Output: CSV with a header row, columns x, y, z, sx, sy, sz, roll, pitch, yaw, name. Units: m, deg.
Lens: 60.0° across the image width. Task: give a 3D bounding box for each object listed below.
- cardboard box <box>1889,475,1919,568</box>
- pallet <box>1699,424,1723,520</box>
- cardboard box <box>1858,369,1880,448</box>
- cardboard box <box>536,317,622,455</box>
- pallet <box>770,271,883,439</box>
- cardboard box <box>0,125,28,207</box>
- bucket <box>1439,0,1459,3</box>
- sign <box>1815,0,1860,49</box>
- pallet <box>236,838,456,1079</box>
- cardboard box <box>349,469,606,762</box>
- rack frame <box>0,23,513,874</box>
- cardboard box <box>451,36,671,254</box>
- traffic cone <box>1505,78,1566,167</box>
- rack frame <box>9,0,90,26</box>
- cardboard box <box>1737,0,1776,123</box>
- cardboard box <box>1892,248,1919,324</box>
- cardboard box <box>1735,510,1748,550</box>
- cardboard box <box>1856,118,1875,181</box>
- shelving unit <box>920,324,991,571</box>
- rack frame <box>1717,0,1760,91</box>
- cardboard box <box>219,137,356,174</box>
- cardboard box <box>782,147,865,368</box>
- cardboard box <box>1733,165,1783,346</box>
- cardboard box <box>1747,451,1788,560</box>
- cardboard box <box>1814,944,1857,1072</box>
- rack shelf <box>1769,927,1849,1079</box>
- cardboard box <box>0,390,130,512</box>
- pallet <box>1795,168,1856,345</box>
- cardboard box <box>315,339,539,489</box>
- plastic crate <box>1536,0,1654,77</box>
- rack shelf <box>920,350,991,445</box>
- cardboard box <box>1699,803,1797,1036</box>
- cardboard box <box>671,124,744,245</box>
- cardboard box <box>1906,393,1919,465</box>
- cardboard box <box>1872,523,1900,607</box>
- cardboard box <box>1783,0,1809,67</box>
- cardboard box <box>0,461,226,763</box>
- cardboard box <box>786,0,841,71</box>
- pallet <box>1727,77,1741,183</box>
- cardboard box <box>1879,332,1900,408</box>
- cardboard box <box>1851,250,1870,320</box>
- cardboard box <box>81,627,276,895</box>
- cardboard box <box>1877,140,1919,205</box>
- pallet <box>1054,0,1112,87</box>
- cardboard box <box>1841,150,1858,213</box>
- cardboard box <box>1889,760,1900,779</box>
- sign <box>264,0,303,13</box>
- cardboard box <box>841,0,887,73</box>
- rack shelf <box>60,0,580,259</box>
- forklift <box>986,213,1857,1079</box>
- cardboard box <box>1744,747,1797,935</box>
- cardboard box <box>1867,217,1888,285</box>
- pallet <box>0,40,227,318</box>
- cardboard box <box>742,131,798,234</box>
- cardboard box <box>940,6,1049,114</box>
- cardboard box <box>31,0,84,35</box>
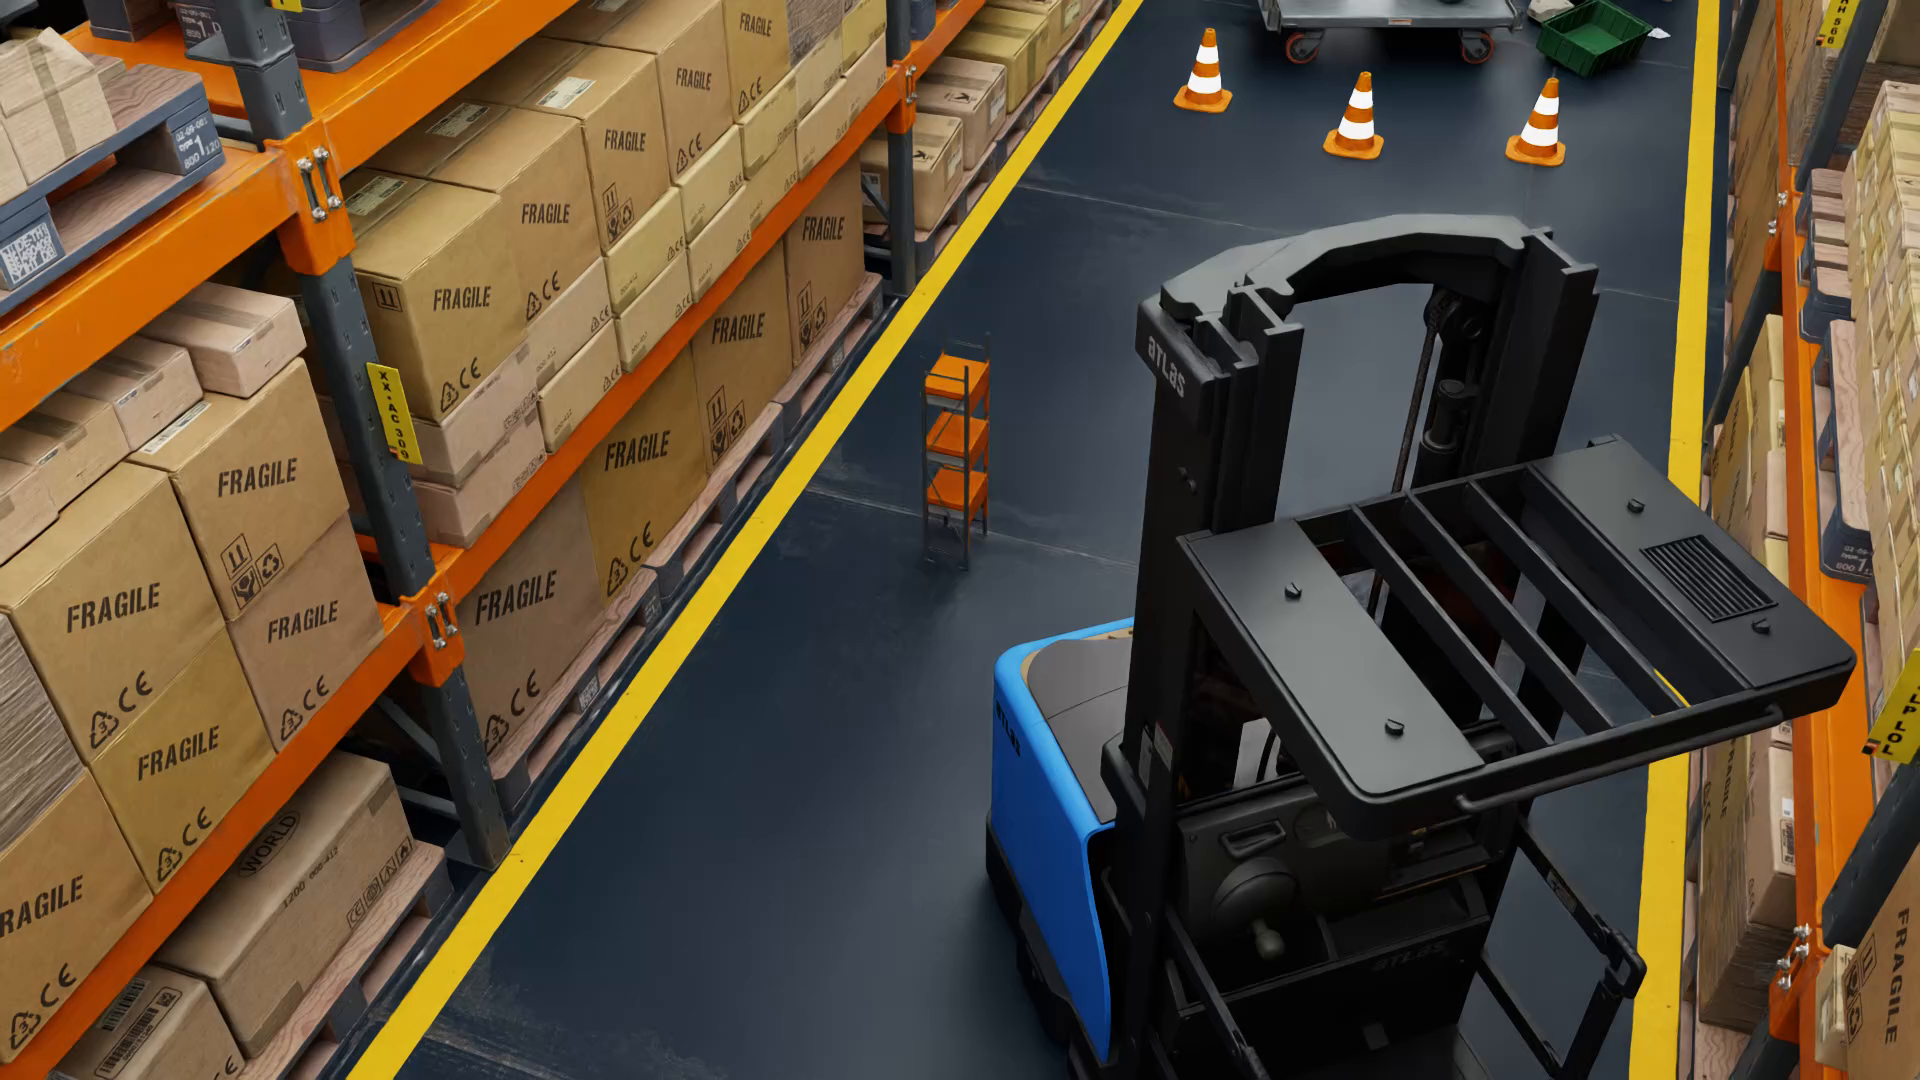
x,y,z,sx,sy,sz,roll,pitch,yaw,name
2.810,-0.017,4.600,0.380,0.149,0.250,12,42,14,cardboard box
3.693,0.024,7.060,1.003,0.211,1.213,13,42,15,pallet
3.077,-0.382,5.257,0.380,0.149,0.250,12,42,14,cardboard box
-1.518,-0.580,5.734,0.500,0.250,0.500,12,42,14,cardboard box
-1.065,-1.026,8.289,1.003,0.211,1.213,13,42,15,pallet
-2.100,-0.732,3.279,0.380,0.149,0.250,14,43,16,cardboard box
3.210,-3.881,10.839,0.726,0.611,0.620,29,58,29,bucket
3.439,-2.075,6.479,0.100,0.325,0.005,13,42,15,sign
-2.426,1.396,5.451,1.003,0.211,1.213,13,42,15,pallet
-1.955,0.142,6.086,0.875,0.875,0.875,15,43,16,cardboard box
-2.092,-0.111,5.069,1.000,3.000,0.127,13,42,15,rack frame
-1.350,-1.356,5.680,0.500,0.500,0.500,12,42,14,cardboard box
3.452,-2.505,9.830,0.336,0.463,0.334,13,42,15,traffic cone
-5.390,-3.650,9.217,1.000,3.000,0.127,13,42,15,rack frame
5.202,-2.859,9.699,1.050,0.750,0.750,13,42,15,cardboard box
3.174,-0.763,5.245,0.380,0.149,0.250,15,43,16,cardboard box
3.141,0.274,6.220,0.500,0.500,0.500,12,42,14,cardboard box
3.608,-1.441,6.268,0.380,0.149,0.250,15,43,17,cardboard box
-0.018,-0.367,6.871,0.215,1.050,0.252,13,42,15,shelving unit
5.330,-3.953,9.573,1.000,3.000,0.127,13,42,15,rack frame
-2.005,-1.175,5.468,0.500,0.500,0.500,14,42,16,cardboard box
-1.039,-1.499,8.010,0.875,0.875,0.875,13,42,15,cardboard box
4.255,-1.169,7.719,1.050,0.750,0.750,13,42,14,cardboard box
3.144,-0.033,6.002,0.500,0.250,0.500,14,42,15,cardboard box
2.190,1.122,3.818,0.380,0.149,0.250,15,43,17,cardboard box
1.910,2.420,2.657,1.077,0.370,4.000,13,42,15,rack shelf
-2.185,-0.231,3.862,0.380,0.149,0.250,13,42,15,cardboard box
3.818,-0.982,6.238,1.213,0.211,1.003,13,42,15,pallet
-1.677,-0.450,5.197,0.500,0.250,0.500,12,42,14,cardboard box
4.158,-3.302,10.932,0.662,0.188,0.450,-29,58,-29,plastic crate
-0.018,-0.575,6.694,0.215,0.259,0.240,13,42,15,rack shelf
2.610,1.210,5.123,0.500,0.500,0.500,13,42,14,cardboard box
-1.156,-1.385,6.292,0.500,0.250,0.500,12,42,14,cardboard box
2.906,-0.283,4.682,0.380,0.149,0.250,12,42,14,cardboard box
2.805,0.113,4.677,0.380,0.149,0.250,11,42,13,cardboard box
4.206,-2.495,7.786,0.500,0.500,0.500,13,42,14,cardboard box
-2.175,0.127,3.942,0.500,0.500,0.500,13,42,14,cardboard box
-0.823,-2.281,6.765,0.500,0.500,0.500,14,42,16,cardboard box
5.137,-2.405,9.906,1.003,0.211,1.213,13,42,15,pallet
3.080,-0.489,5.153,0.380,0.149,0.250,15,43,17,cardboard box
3.345,-0.856,5.813,0.380,0.149,0.250,15,43,17,cardboard box
-2.181,0.506,4.269,0.500,0.500,0.500,12,42,14,cardboard box
3.444,-1.252,5.818,0.380,0.149,0.250,13,42,15,cardboard box
0.379,-3.454,11.136,1.003,0.211,1.213,13,42,15,pallet
3.619,-1.350,6.391,0.380,0.149,0.250,13,42,14,cardboard box
2.544,0.576,4.134,0.380,0.149,0.250,12,42,14,cardboard box
-1.570,-1.357,3.759,0.100,0.325,0.005,13,42,15,sign
-0.651,-2.332,7.402,0.500,0.250,0.500,13,42,15,cardboard box
-1.408,-2.198,5.759,1.077,0.370,4.000,13,42,15,rack shelf
1.055,0.846,4.000,1.130,2.935,3.031,-13,42,-15,forklift
2.611,0.922,4.883,0.500,0.250,0.500,12,42,14,cardboard box
3.343,-0.957,5.702,0.380,0.149,0.250,13,42,15,cardboard box
-2.382,-0.722,3.542,1.003,0.211,1.213,13,42,15,pallet
-1.000,-1.509,6.823,0.500,0.250,0.500,13,42,15,cardboard box
-0.012,-2.966,10.117,0.950,0.372,0.625,15,43,17,cardboard box
-5.164,-3.284,10.294,0.875,0.625,0.625,15,43,16,cardboard box
